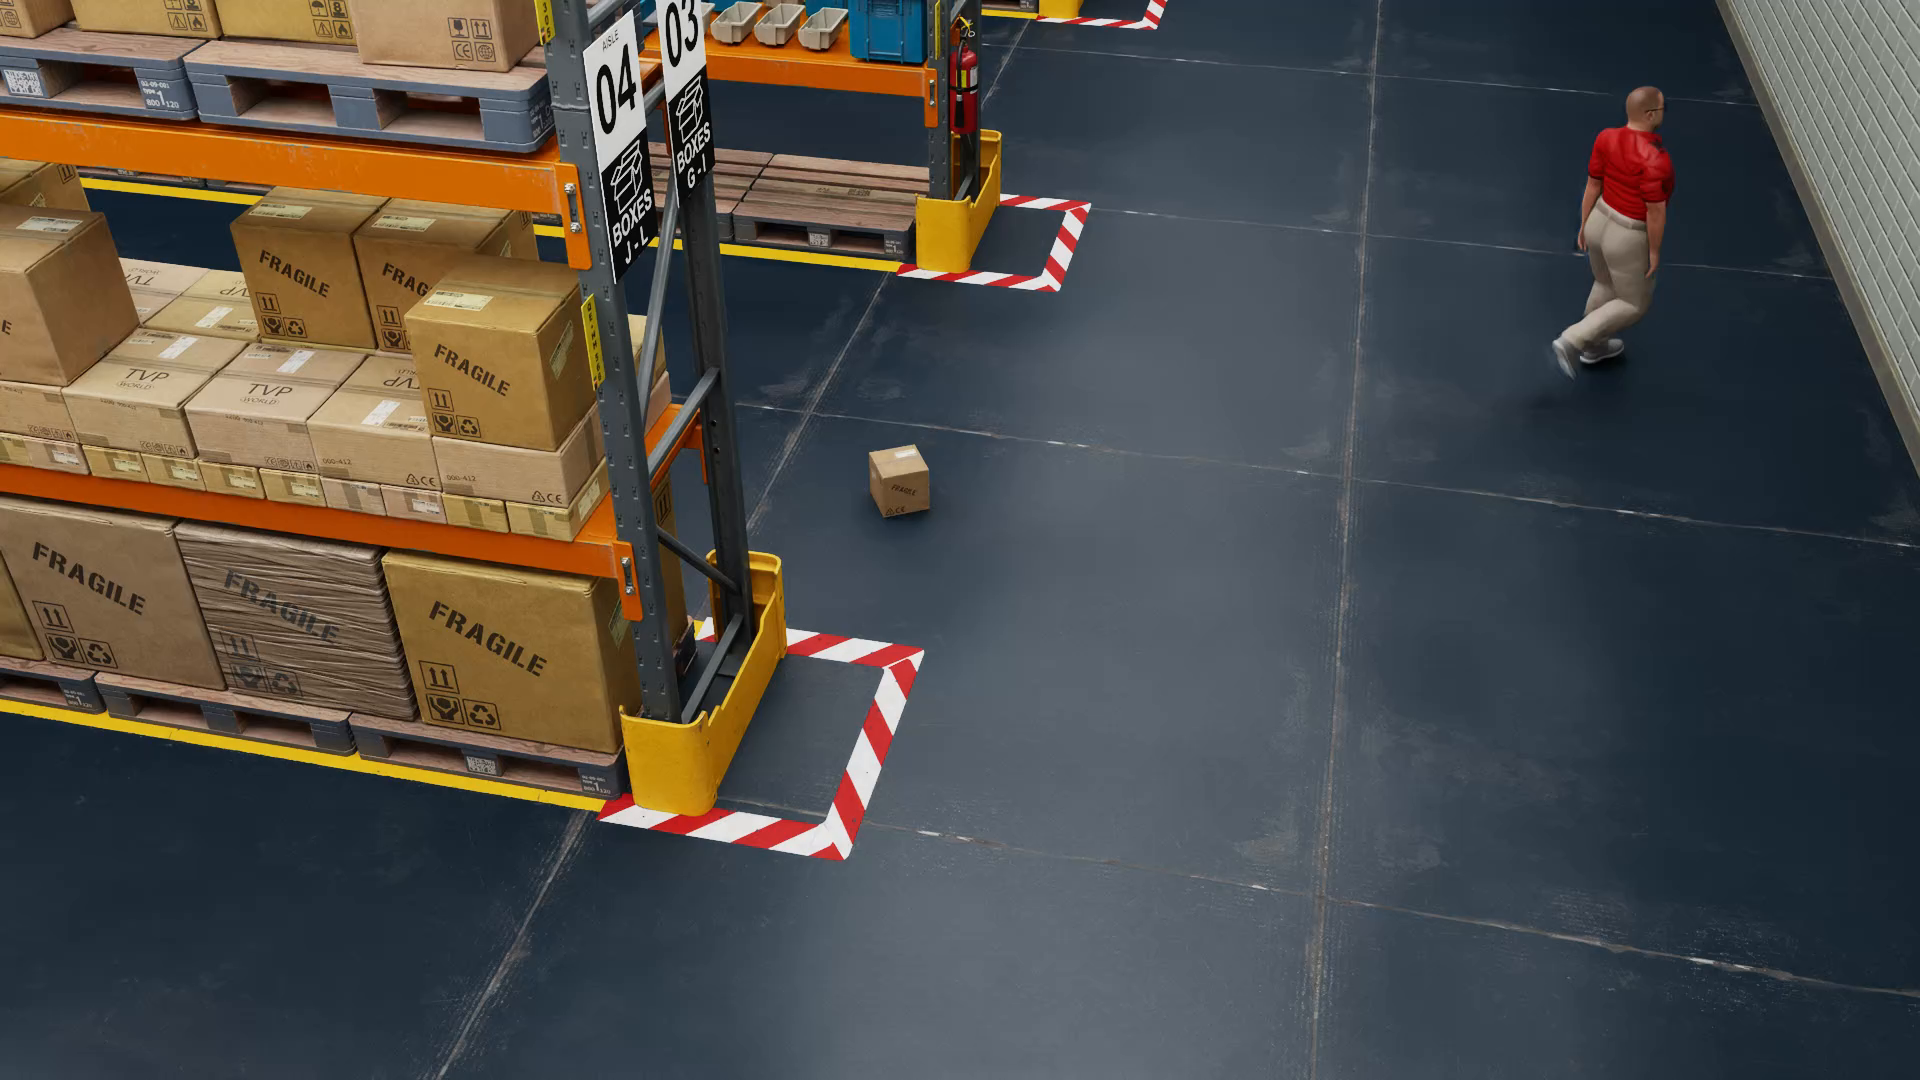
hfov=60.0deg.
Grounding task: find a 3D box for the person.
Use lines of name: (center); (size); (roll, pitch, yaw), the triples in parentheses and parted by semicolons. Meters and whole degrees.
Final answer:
person: (3.650, -1.653, 9.258); (0.735, 1.621, 0.551); (-14, 39, -19)
